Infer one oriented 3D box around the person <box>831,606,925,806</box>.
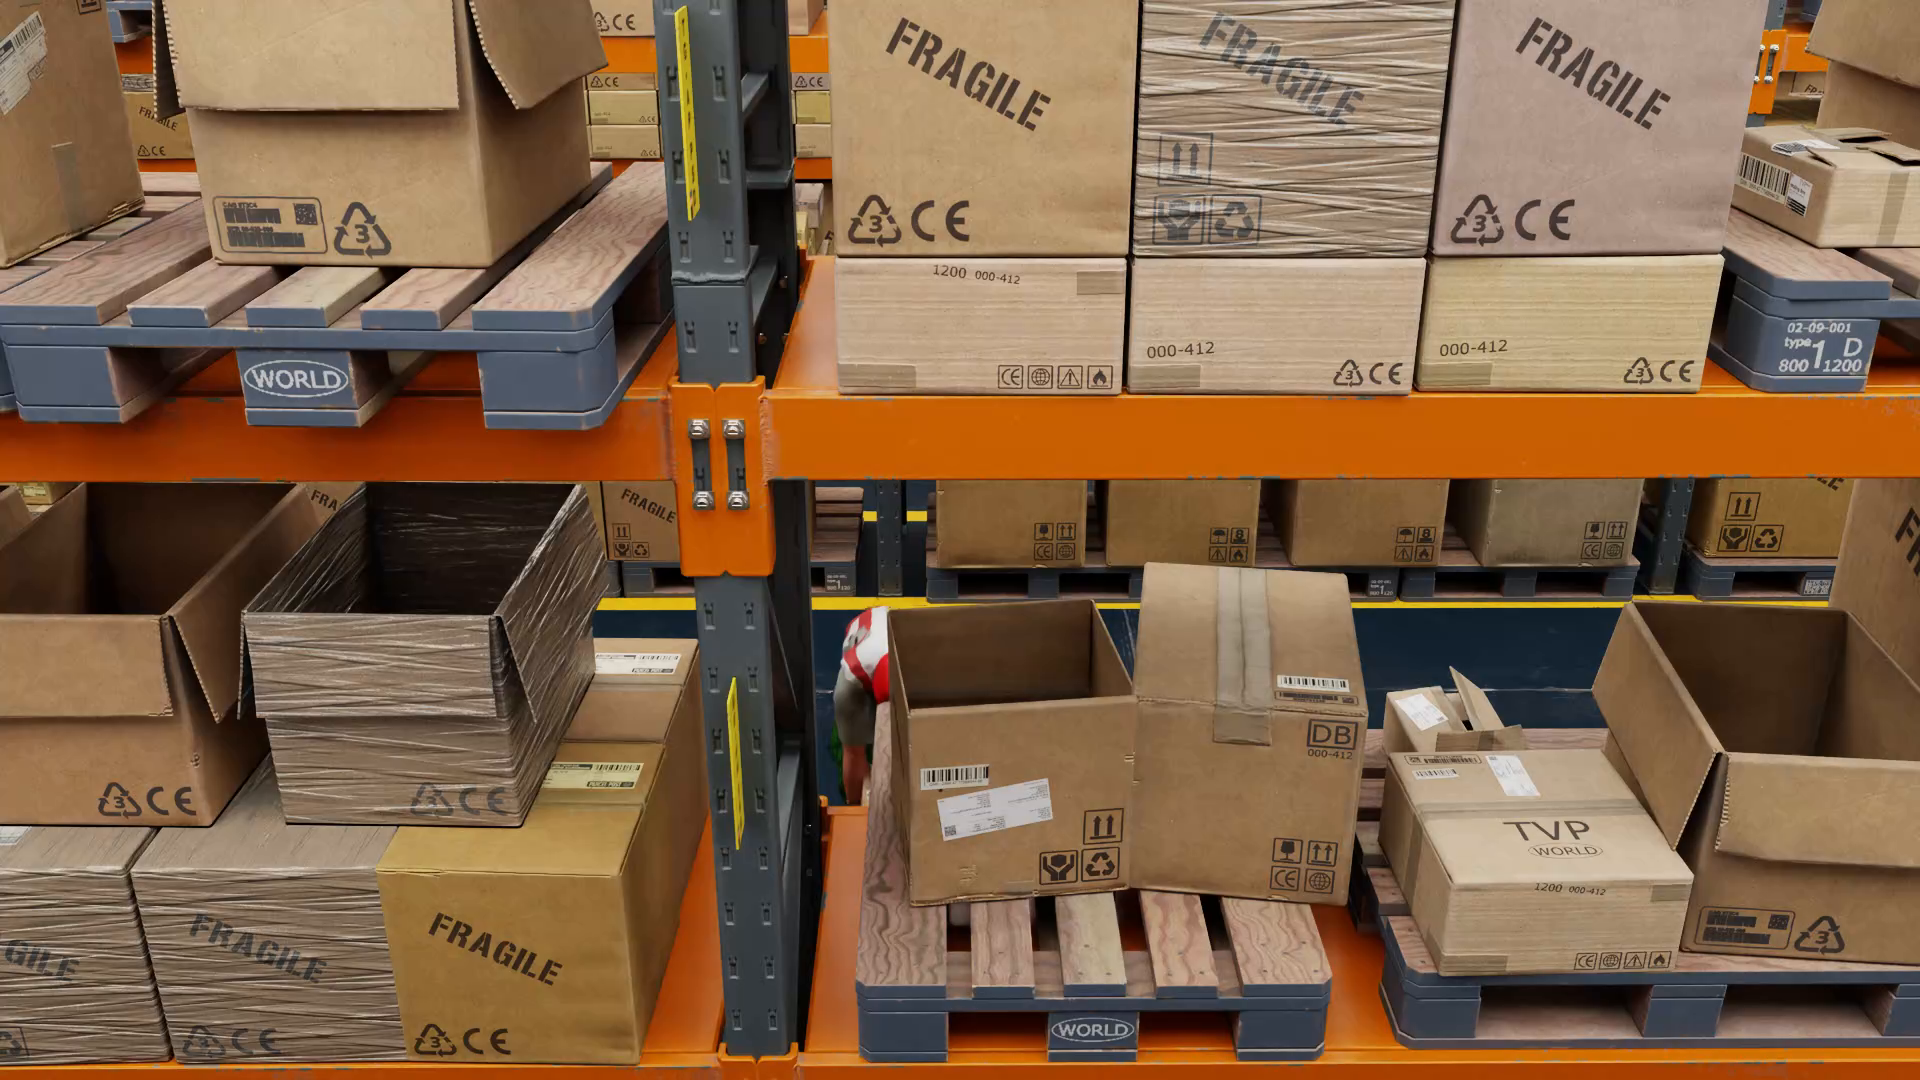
[{"bbox_3d":[-0.212,0.788,5.943,0.507,1.258,0.927,-1,24,-3],"label":"person"}]
